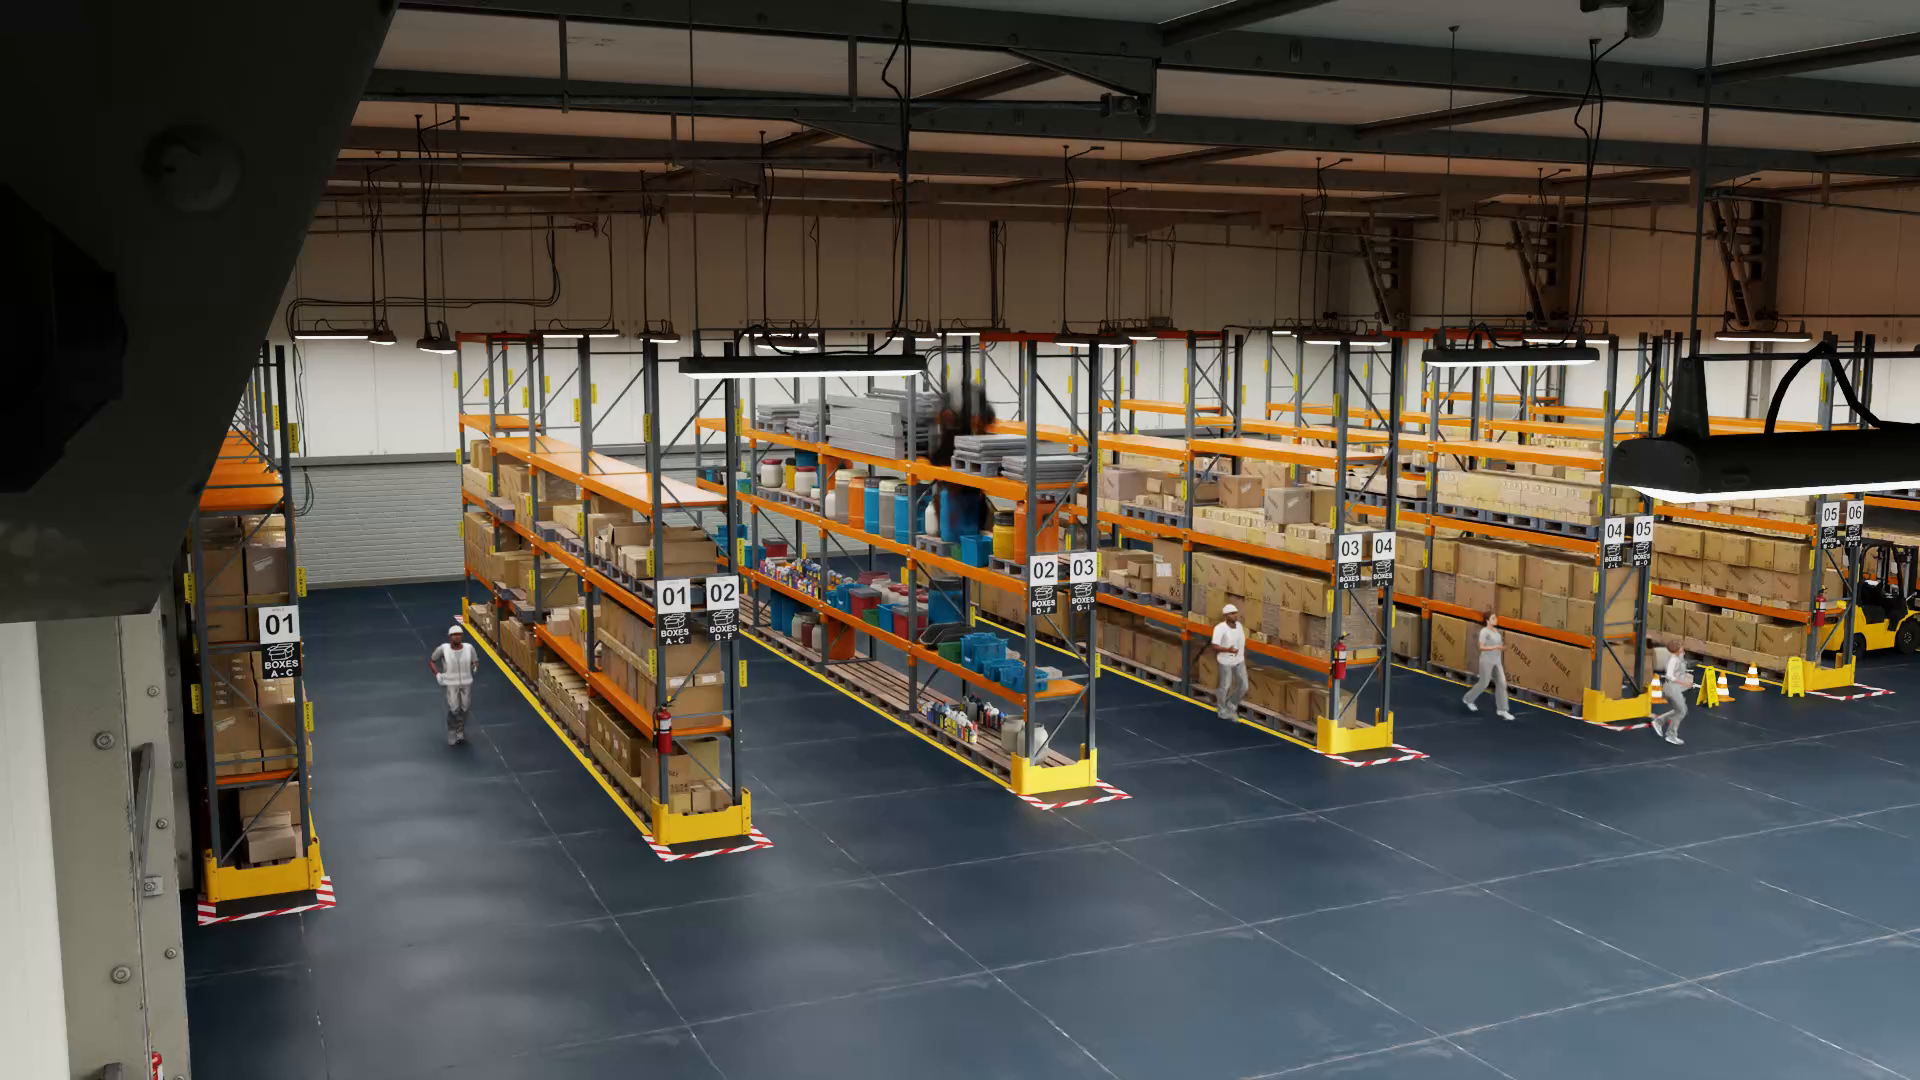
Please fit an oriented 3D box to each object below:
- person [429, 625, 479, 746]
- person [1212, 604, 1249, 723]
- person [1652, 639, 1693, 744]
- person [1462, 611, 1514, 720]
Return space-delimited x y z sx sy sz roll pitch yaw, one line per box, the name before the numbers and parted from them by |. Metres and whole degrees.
person | -7.410 2.156 24.552 0.670 1.781 0.661 -5 9 -32
person | 4.084 1.860 24.802 0.680 1.814 0.626 -4 9 -28
person | 10.601 2.254 24.731 0.541 1.581 0.581 3 8 23
person | 8.359 1.947 26.230 0.568 1.675 0.905 -6 10 -36
